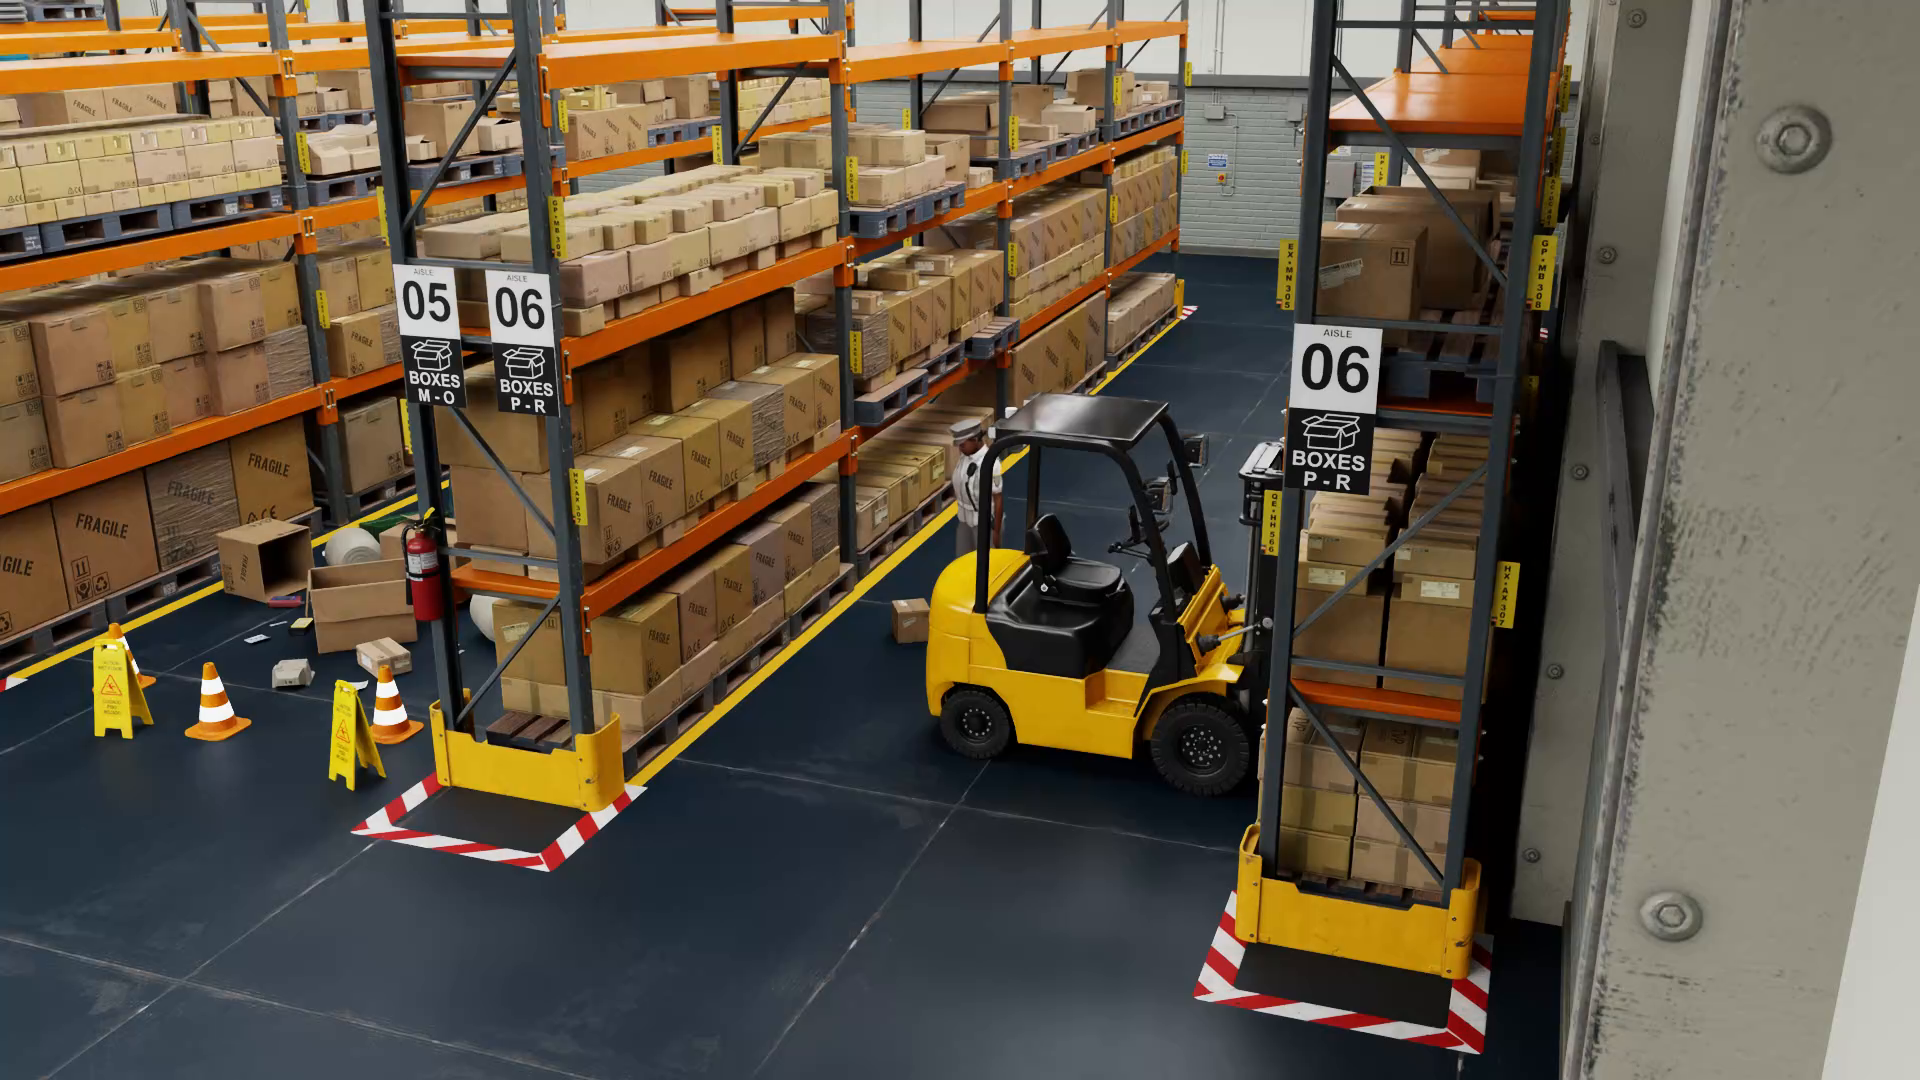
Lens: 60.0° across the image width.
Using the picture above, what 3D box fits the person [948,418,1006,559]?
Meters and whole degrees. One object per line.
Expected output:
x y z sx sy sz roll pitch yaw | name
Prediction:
0.104 -0.097 12.315 0.423 1.653 0.505 -11 21 -28 | person
